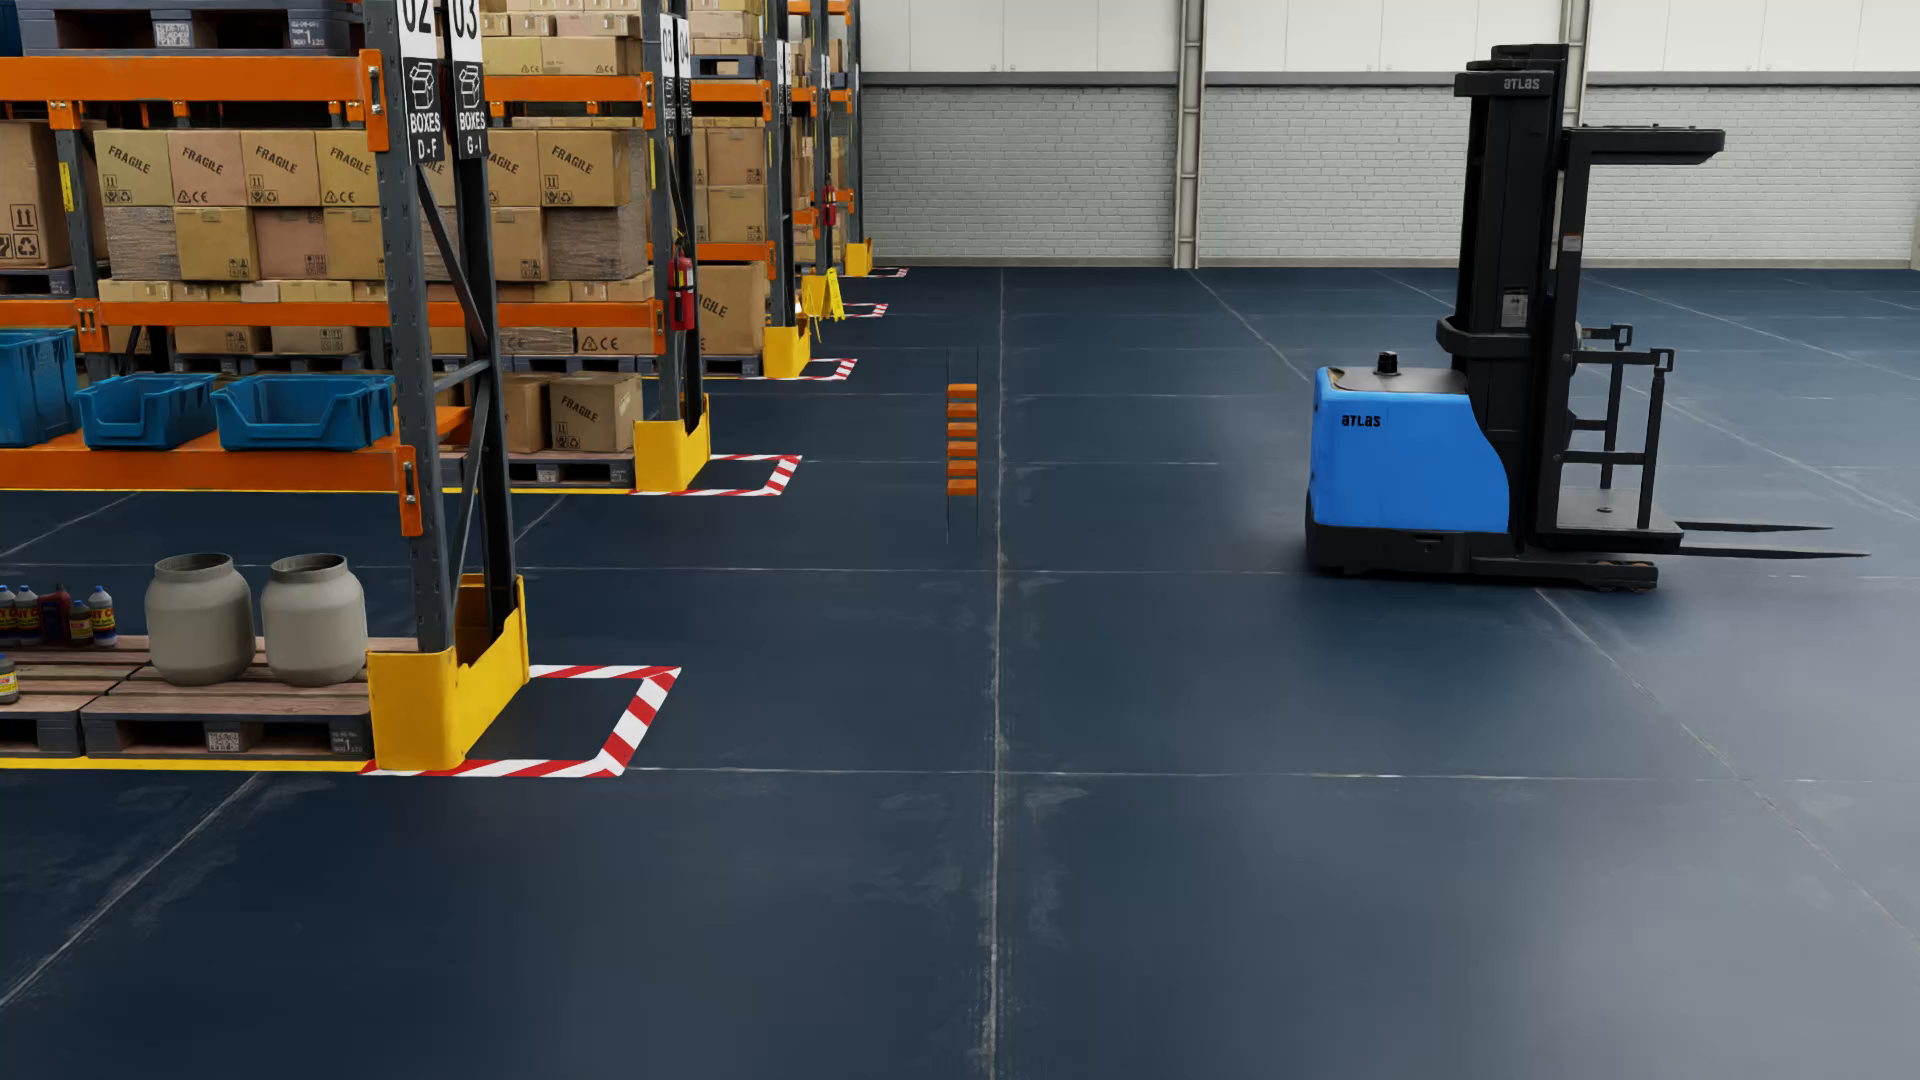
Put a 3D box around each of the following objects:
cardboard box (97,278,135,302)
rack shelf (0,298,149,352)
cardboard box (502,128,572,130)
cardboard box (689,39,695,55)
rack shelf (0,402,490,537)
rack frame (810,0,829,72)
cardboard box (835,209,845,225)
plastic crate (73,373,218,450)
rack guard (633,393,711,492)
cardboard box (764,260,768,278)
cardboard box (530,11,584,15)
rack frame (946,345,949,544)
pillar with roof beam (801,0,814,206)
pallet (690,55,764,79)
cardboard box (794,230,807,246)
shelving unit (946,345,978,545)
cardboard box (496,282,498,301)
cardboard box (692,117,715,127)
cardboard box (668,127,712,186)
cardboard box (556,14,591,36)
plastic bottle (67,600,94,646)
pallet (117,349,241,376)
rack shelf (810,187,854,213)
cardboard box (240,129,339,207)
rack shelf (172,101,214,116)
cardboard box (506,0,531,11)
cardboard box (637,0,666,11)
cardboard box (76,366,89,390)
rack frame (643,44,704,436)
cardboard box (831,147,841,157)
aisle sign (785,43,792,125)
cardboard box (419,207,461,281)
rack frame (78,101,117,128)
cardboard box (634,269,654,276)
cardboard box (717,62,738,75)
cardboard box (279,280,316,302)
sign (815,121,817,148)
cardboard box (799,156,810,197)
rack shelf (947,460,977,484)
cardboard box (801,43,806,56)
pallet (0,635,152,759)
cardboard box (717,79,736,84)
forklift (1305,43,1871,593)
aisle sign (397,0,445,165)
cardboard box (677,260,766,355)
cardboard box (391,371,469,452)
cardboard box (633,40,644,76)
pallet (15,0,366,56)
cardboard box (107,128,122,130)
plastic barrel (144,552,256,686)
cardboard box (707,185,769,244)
[{"bbox_3d":[-5.802,-1.760,11.623,0.250,0.149,0.380,0,15,1],"label":"cardboard box"},{"bbox_3d":[-8.008,-1.625,12.028,4.000,0.370,1.077,0,15,1],"label":"rack shelf"},{"bbox_3d":[-3.053,-2.687,11.906,0.500,0.500,0.500,0,15,1],"label":"cardboard box"},{"bbox_3d":[-2.632,-4.697,15.857,0.250,0.149,0.380,1,15,2],"label":"cardboard box"},{"bbox_3d":[-4.136,-0.336,7.142,4.000,0.370,1.077,0,15,1],"label":"rack shelf"},{"bbox_3d":[-1.757,-7.361,20.602,0.127,3.000,1.000,0,15,1],"label":"rack frame"},{"bbox_3d":[-2.110,-5.135,26.530,0.500,0.250,0.500,0,15,1],"label":"cardboard box"},{"bbox_3d":[-3.294,-0.531,6.765,0.408,0.251,0.499,0,15,1],"label":"plastic crate"},{"bbox_3d":[-2.086,-0.725,12.109,0.348,0.500,1.175,0,15,1],"label":"rack guard"},{"bbox_3d":[-2.565,-3.636,21.337,0.500,0.500,0.500,0,15,2],"label":"cardboard box"},{"bbox_3d":[-3.785,-4.913,15.894,0.500,0.250,0.500,1,15,2],"label":"cardboard box"},{"bbox_3d":[-0.077,-0.581,10.189,0.006,1.200,0.240,0,15,1],"label":"rack frame"},{"bbox_3d":[-2.417,-7.764,22.127,0.400,9.000,9.100,0,15,1],"label":"pillar with roof beam"},{"bbox_3d":[-2.524,-4.607,16.217,1.213,0.211,1.003,0,15,1],"label":"pallet"},{"bbox_3d":[-2.630,-4.771,26.131,0.500,0.250,0.500,0,15,1],"label":"cardboard box"},{"bbox_3d":[0.014,-0.580,10.187,0.189,1.200,0.258,0,15,1],"label":"shelving unit"},{"bbox_3d":[-3.300,-1.769,11.658,0.250,0.149,0.380,0,15,1],"label":"cardboard box"},{"bbox_3d":[-3.292,-5.066,20.924,0.500,0.500,0.700,0,15,1],"label":"cardboard box"},{"bbox_3d":[-2.705,-3.785,16.394,0.550,0.550,0.875,0,15,1],"label":"cardboard box"},{"bbox_3d":[-2.553,-3.458,11.199,0.250,0.149,0.380,0,15,0],"label":"cardboard box"},{"bbox_3d":[-4.045,0.378,7.650,0.097,0.201,0.097,0,15,0],"label":"plastic bottle"},{"bbox_3d":[-7.777,-1.869,17.008,1.213,0.211,1.003,0,15,1],"label":"pallet"},{"bbox_3d":[-3.633,-5.392,26.307,4.000,0.370,1.077,0,15,1],"label":"rack shelf"},{"bbox_3d":[-4.566,-2.561,11.428,0.500,0.500,0.500,0,15,1],"label":"cardboard box"},{"bbox_3d":[-11.754,-5.628,21.323,4.000,0.370,1.077,0,15,1],"label":"rack shelf"},{"bbox_3d":[-4.154,-5.093,15.793,0.250,0.149,0.380,0,15,1],"label":"cardboard box"},{"bbox_3d":[-2.893,-5.084,15.761,0.250,0.149,0.380,1,15,2],"label":"cardboard box"},{"bbox_3d":[-6.622,-0.973,12.186,0.500,0.500,0.700,-1,15,-3],"label":"cardboard box"},{"bbox_3d":[-2.010,-1.933,11.788,0.127,3.000,1.000,0,15,1],"label":"rack frame"},{"bbox_3d":[-1.988,-6.019,25.808,0.250,0.149,0.380,1,15,2],"label":"cardboard box"},{"bbox_3d":[-1.704,-4.531,16.537,0.004,0.787,0.394,0,15,1],"label":"aisle sign"},{"bbox_3d":[-3.561,-2.123,11.728,0.500,0.500,0.875,0,15,1],"label":"cardboard box"},{"bbox_3d":[-13.630,-5.805,26.462,0.127,3.000,1.000,0,15,1],"label":"rack frame"},{"bbox_3d":[-2.289,-1.875,12.058,0.250,0.149,0.380,0,15,1],"label":"cardboard box"},{"bbox_3d":[-2.778,-5.924,20.745,0.500,0.250,0.500,0,15,1],"label":"cardboard box"},{"bbox_3d":[-4.552,-1.758,11.616,0.250,0.149,0.380,0,15,1],"label":"cardboard box"},{"bbox_3d":[-1.791,-5.032,20.643,0.005,0.325,0.100,0,15,1],"label":"sign"},{"bbox_3d":[-2.224,-4.727,21.596,0.500,0.500,0.500,0,15,1],"label":"cardboard box"},{"bbox_3d":[0.014,-0.421,10.229,0.180,0.103,0.258,0,15,1],"label":"rack shelf"},{"bbox_3d":[-2.107,-6.229,21.121,0.250,0.149,0.380,0,15,1],"label":"cardboard box"},{"bbox_3d":[-4.242,0.674,7.371,1.213,0.211,1.003,0,15,1],"label":"pallet"},{"bbox_3d":[-2.887,-5.743,20.840,0.250,0.149,0.380,0,15,2],"label":"cardboard box"},{"bbox_3d":[3.583,-1.268,9.400,3.031,2.935,1.130,2,15,9],"label":"forklift"},{"bbox_3d":[-2.072,-1.851,6.380,0.004,0.787,0.394,0,15,1],"label":"aisle sign"},{"bbox_3d":[-2.462,-2.361,16.751,0.875,0.875,0.875,0,15,2],"label":"cardboard box"},{"bbox_3d":[-3.858,-0.940,12.101,0.500,0.500,0.500,2,15,7],"label":"cardboard box"},{"bbox_3d":[-2.485,-3.380,11.687,0.500,0.250,0.500,1,15,3],"label":"cardboard box"},{"bbox_3d":[-2.961,-2.060,6.757,1.213,0.211,1.003,0,15,1],"label":"pallet"},{"bbox_3d":[-10.791,-4.983,21.189,0.500,0.500,0.500,1,15,2],"label":"cardboard box"},{"bbox_3d":[-3.298,0.341,7.219,0.421,0.512,0.421,0,15,0],"label":"plastic barrel"},{"bbox_3d":[-2.155,-3.261,16.526,0.550,0.550,0.875,0,15,1],"label":"cardboard box"}]
